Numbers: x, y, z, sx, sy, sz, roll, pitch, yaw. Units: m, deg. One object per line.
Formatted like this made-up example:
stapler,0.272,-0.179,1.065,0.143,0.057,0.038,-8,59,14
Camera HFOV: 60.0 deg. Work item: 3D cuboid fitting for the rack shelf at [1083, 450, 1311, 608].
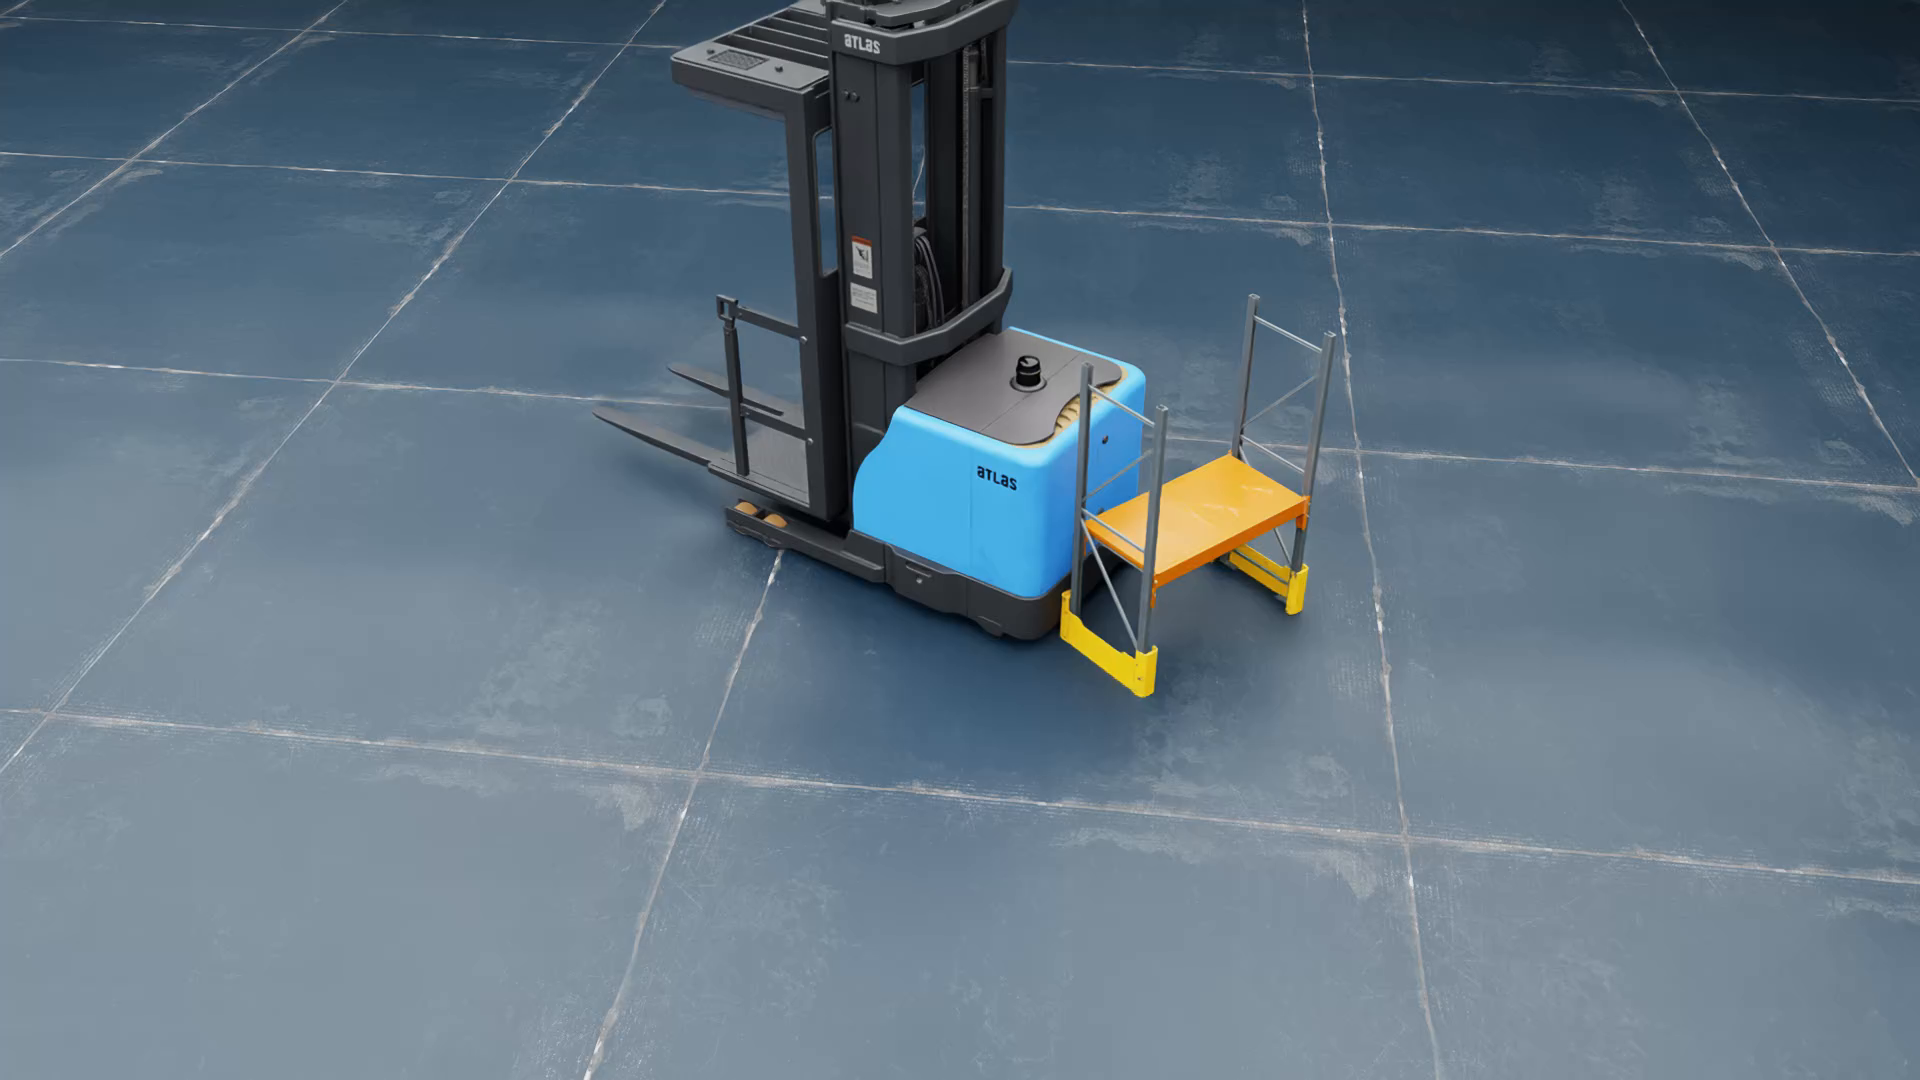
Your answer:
rack shelf,1.083,-0.069,7.722,1.000,0.185,0.538,-24,42,-30

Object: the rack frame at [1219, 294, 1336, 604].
rack frame,1.483,-0.397,7.873,0.032,1.500,0.500,-24,42,-30

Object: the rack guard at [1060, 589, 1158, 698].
rack guard,0.684,0.475,7.726,0.087,0.250,0.587,-24,42,-30

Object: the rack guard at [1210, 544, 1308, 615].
rack guard,1.468,0.118,8.226,0.087,0.250,0.587,-24,42,-30

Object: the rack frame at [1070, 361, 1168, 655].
rack frame,0.683,-0.033,7.362,0.032,1.500,0.500,-24,42,-30

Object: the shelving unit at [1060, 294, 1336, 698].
shelving unit,1.076,-0.212,7.613,1.083,1.500,0.587,-24,42,-30

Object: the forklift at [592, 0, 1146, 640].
forklift,-0.605,-1.388,8.028,3.031,2.935,1.130,22,41,27
